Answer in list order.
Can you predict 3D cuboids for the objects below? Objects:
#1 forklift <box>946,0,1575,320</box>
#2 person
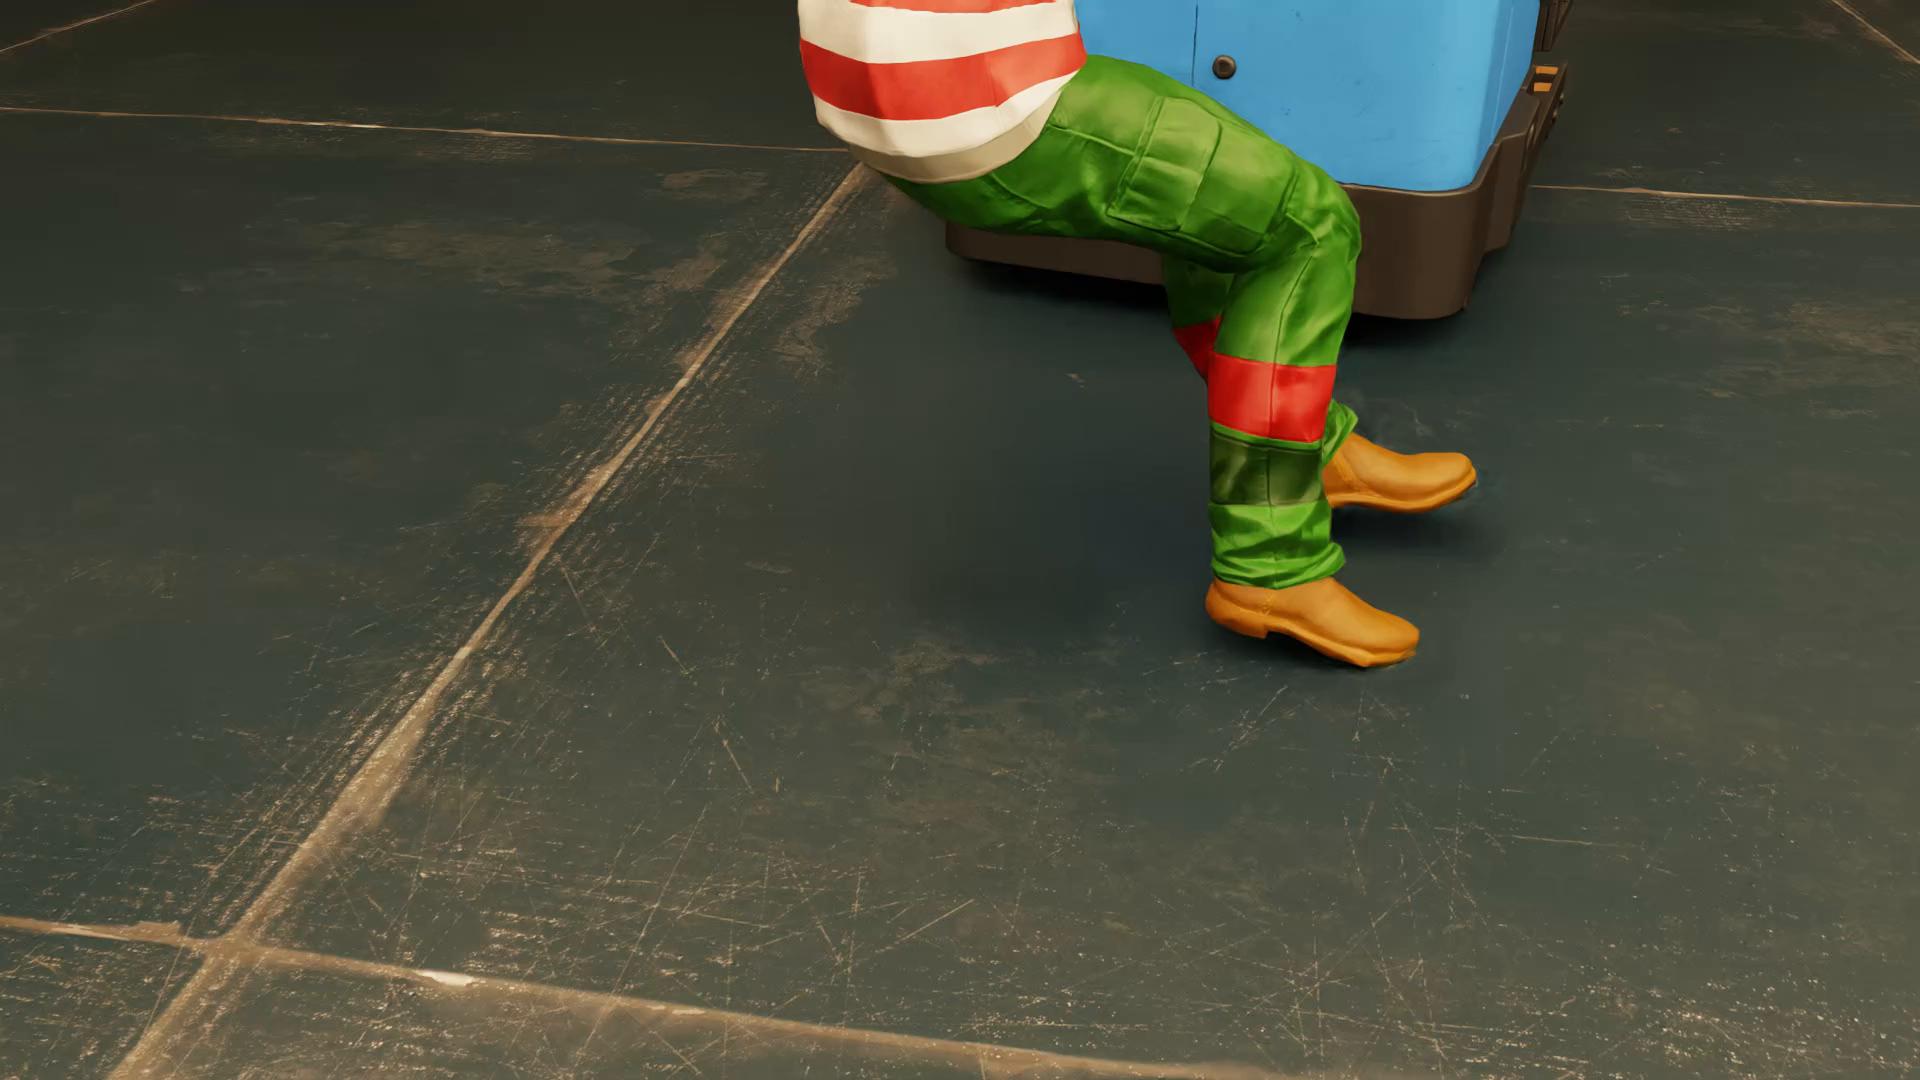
[{"bbox_3d":[1.005,-2.386,3.781,1.130,2.935,3.031,11,31,20],"label":"forklift"},{"bbox_3d":[0.211,-0.688,2.216,0.965,1.507,1.083,-13,32,-22],"label":"person"}]
